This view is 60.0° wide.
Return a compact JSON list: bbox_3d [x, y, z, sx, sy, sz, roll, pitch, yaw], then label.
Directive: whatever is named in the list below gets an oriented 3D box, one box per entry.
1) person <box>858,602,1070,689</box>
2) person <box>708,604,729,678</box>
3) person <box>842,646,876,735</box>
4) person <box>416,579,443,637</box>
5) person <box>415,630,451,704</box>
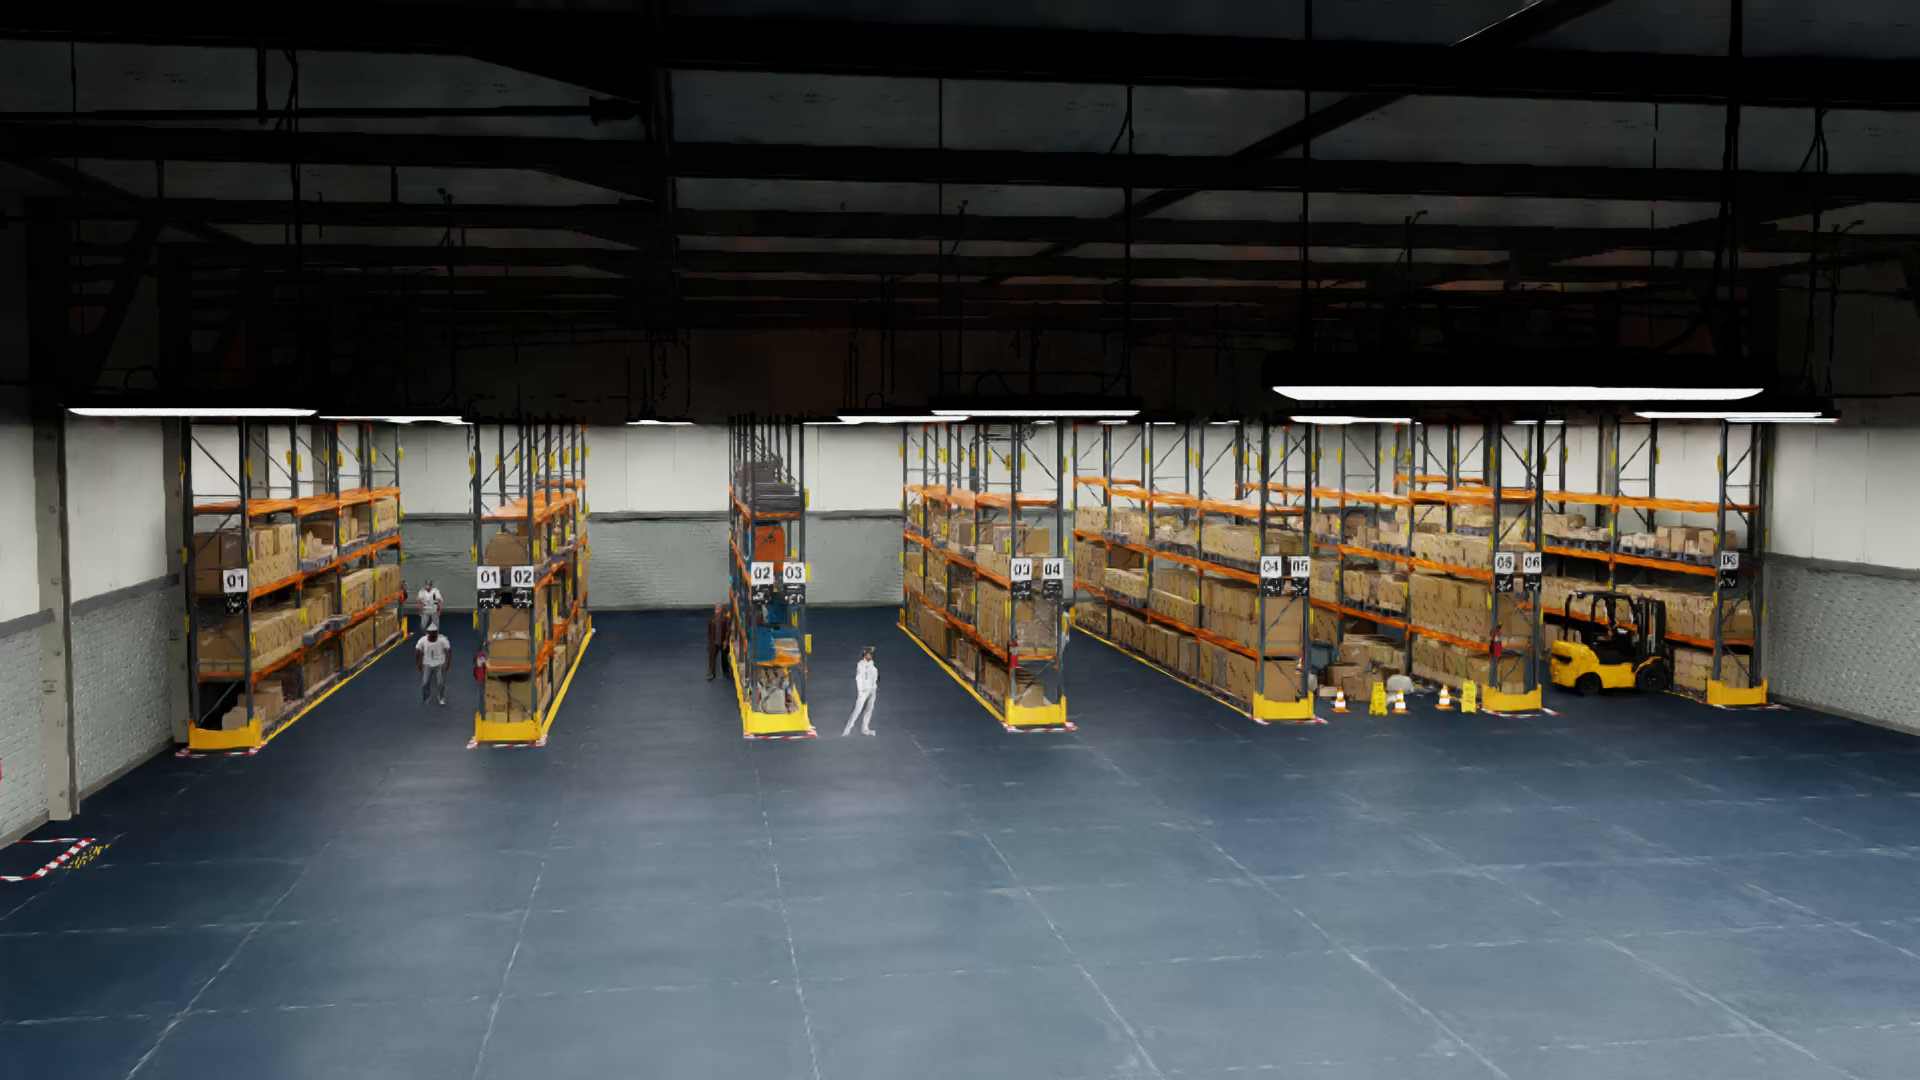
[{"bbox_3d":[0.296,2.448,34.966,5.902,1.659,7.715,-1,4,-11],"label":"person"},{"bbox_3d":[-5.441,2.385,37.712,0.542,1.407,0.901,0,4,-1],"label":"person"},{"bbox_3d":[-1.859,2.803,30.874,0.482,1.653,0.663,3,5,38],"label":"person"},{"bbox_3d":[-14.055,1.876,44.065,0.682,1.715,0.536,-1,4,-11],"label":"person"},{"bbox_3d":[-10.832,2.566,34.211,0.719,1.679,0.542,-1,4,-10],"label":"person"}]
